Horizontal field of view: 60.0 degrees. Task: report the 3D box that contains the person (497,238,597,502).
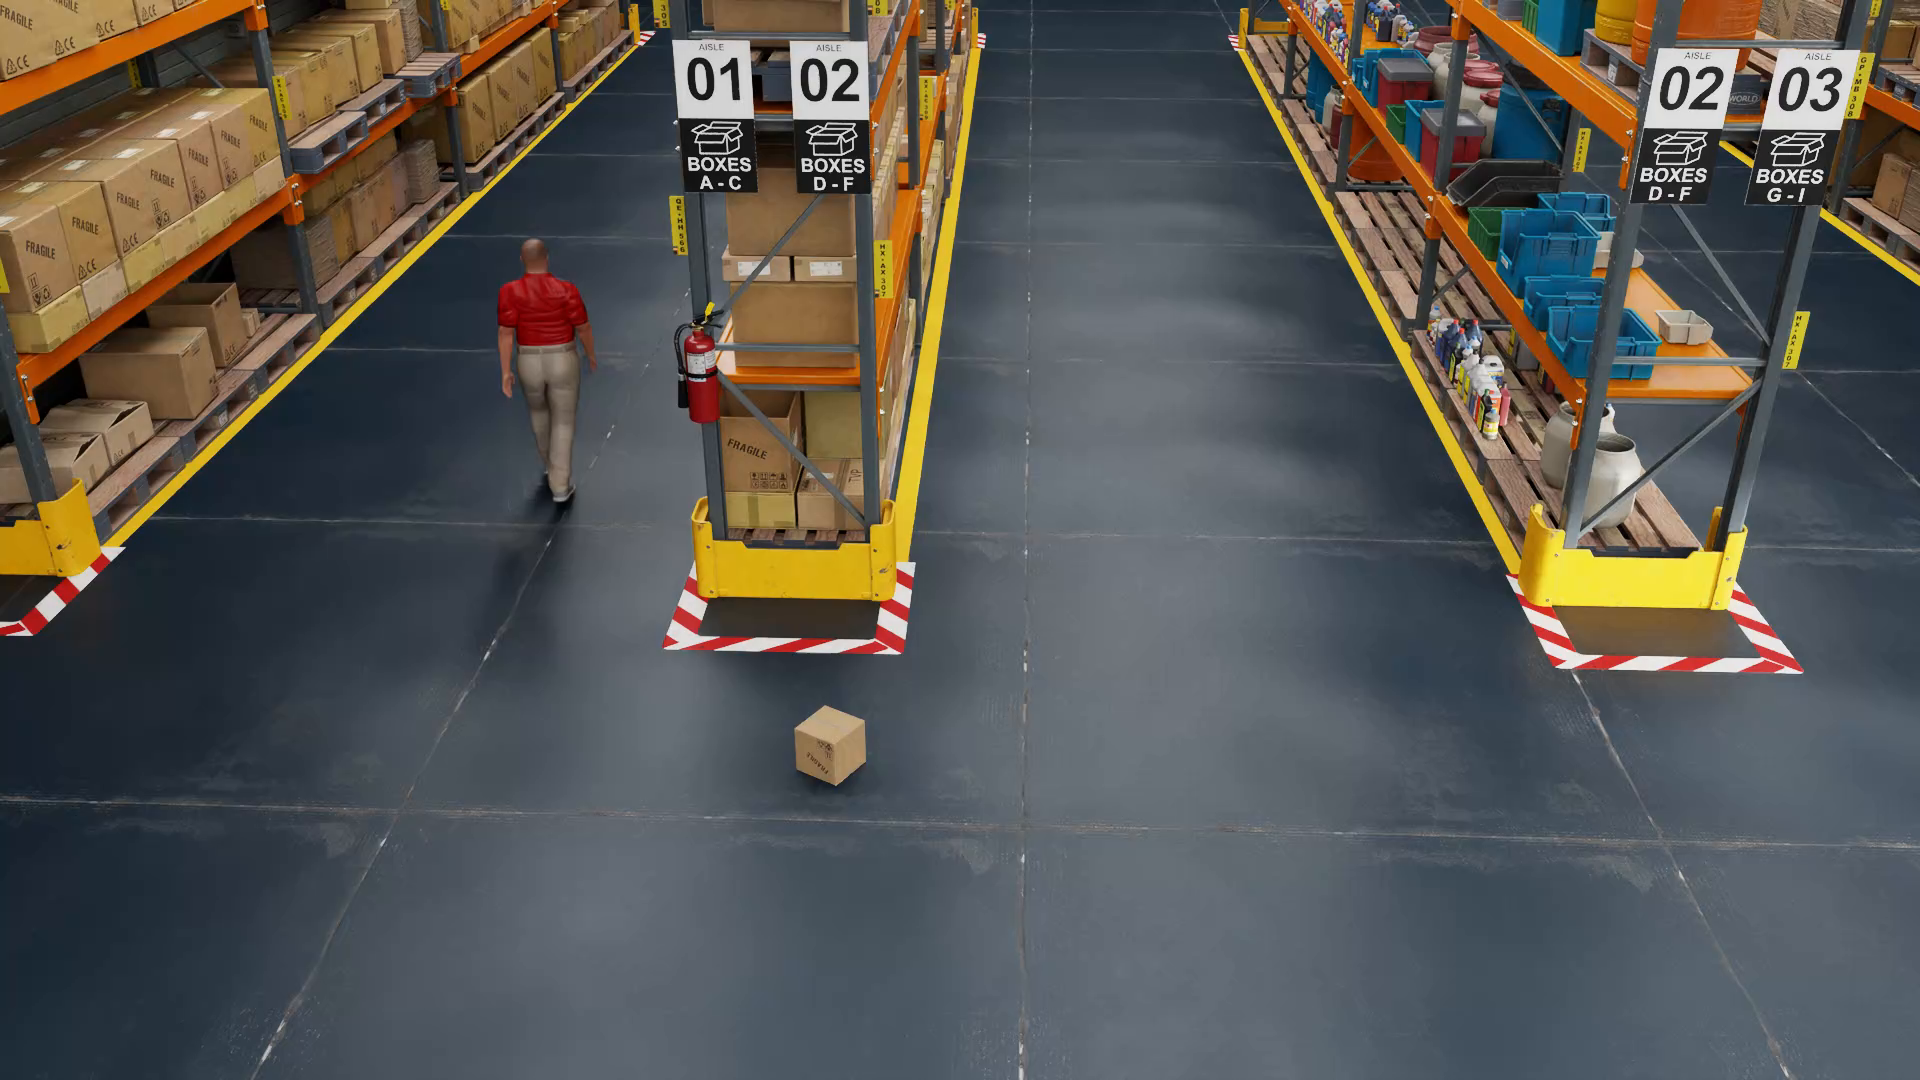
[{"bbox_3d":[-2.645,-1.102,10.778,0.573,1.790,0.724,0,28,1],"label":"person"}]
